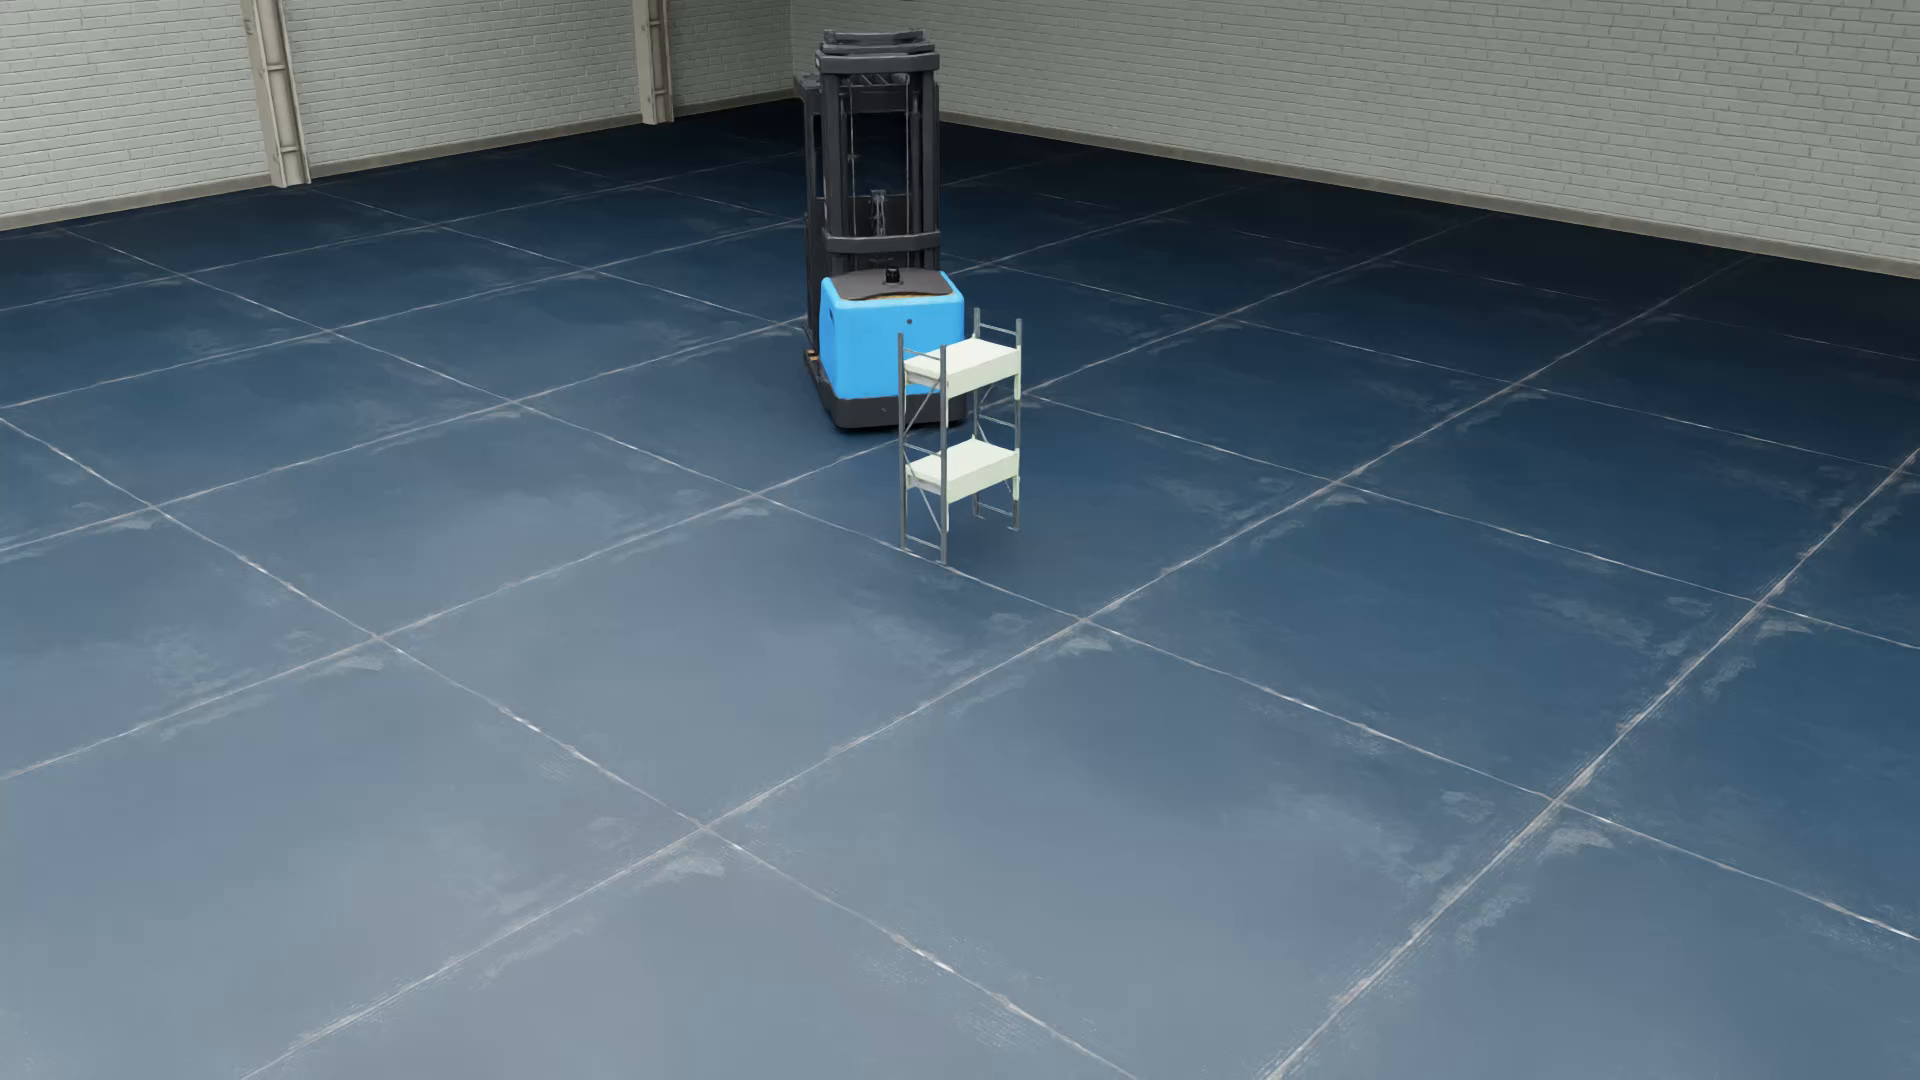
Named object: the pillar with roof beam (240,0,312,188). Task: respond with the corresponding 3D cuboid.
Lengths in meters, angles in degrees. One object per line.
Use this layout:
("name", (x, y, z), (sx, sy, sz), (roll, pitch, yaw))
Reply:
("pillar with roof beam", (-5.447, -7.538, 17.062), (9.100, 9.000, 0.400), (20, 31, 38))

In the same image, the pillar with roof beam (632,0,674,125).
("pillar with roof beam", (-1.442, -9.366, 21.140), (9.100, 9.000, 0.400), (20, 31, 38))

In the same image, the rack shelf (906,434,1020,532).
("rack shelf", (0.004, -0.389, 11.081), (0.431, 0.370, 0.720), (20, 31, 38))

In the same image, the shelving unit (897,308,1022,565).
("shelving unit", (0.004, -0.686, 10.948), (0.431, 1.500, 0.755), (20, 31, 38))

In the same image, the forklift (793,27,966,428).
("forklift", (-0.760, -2.790, 13.890), (1.130, 2.935, 3.031), (-5, 25, -11))

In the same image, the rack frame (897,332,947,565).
("rack frame", (-0.240, -0.575, 10.699), (0.400, 1.500, 0.023), (20, 31, 38))

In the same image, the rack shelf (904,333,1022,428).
("rack shelf", (0.004, -1.042, 10.788), (0.431, 0.370, 0.720), (20, 31, 38))

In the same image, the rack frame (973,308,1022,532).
("rack frame", (0.249, -0.798, 11.196), (0.400, 1.500, 0.023), (20, 31, 38))
